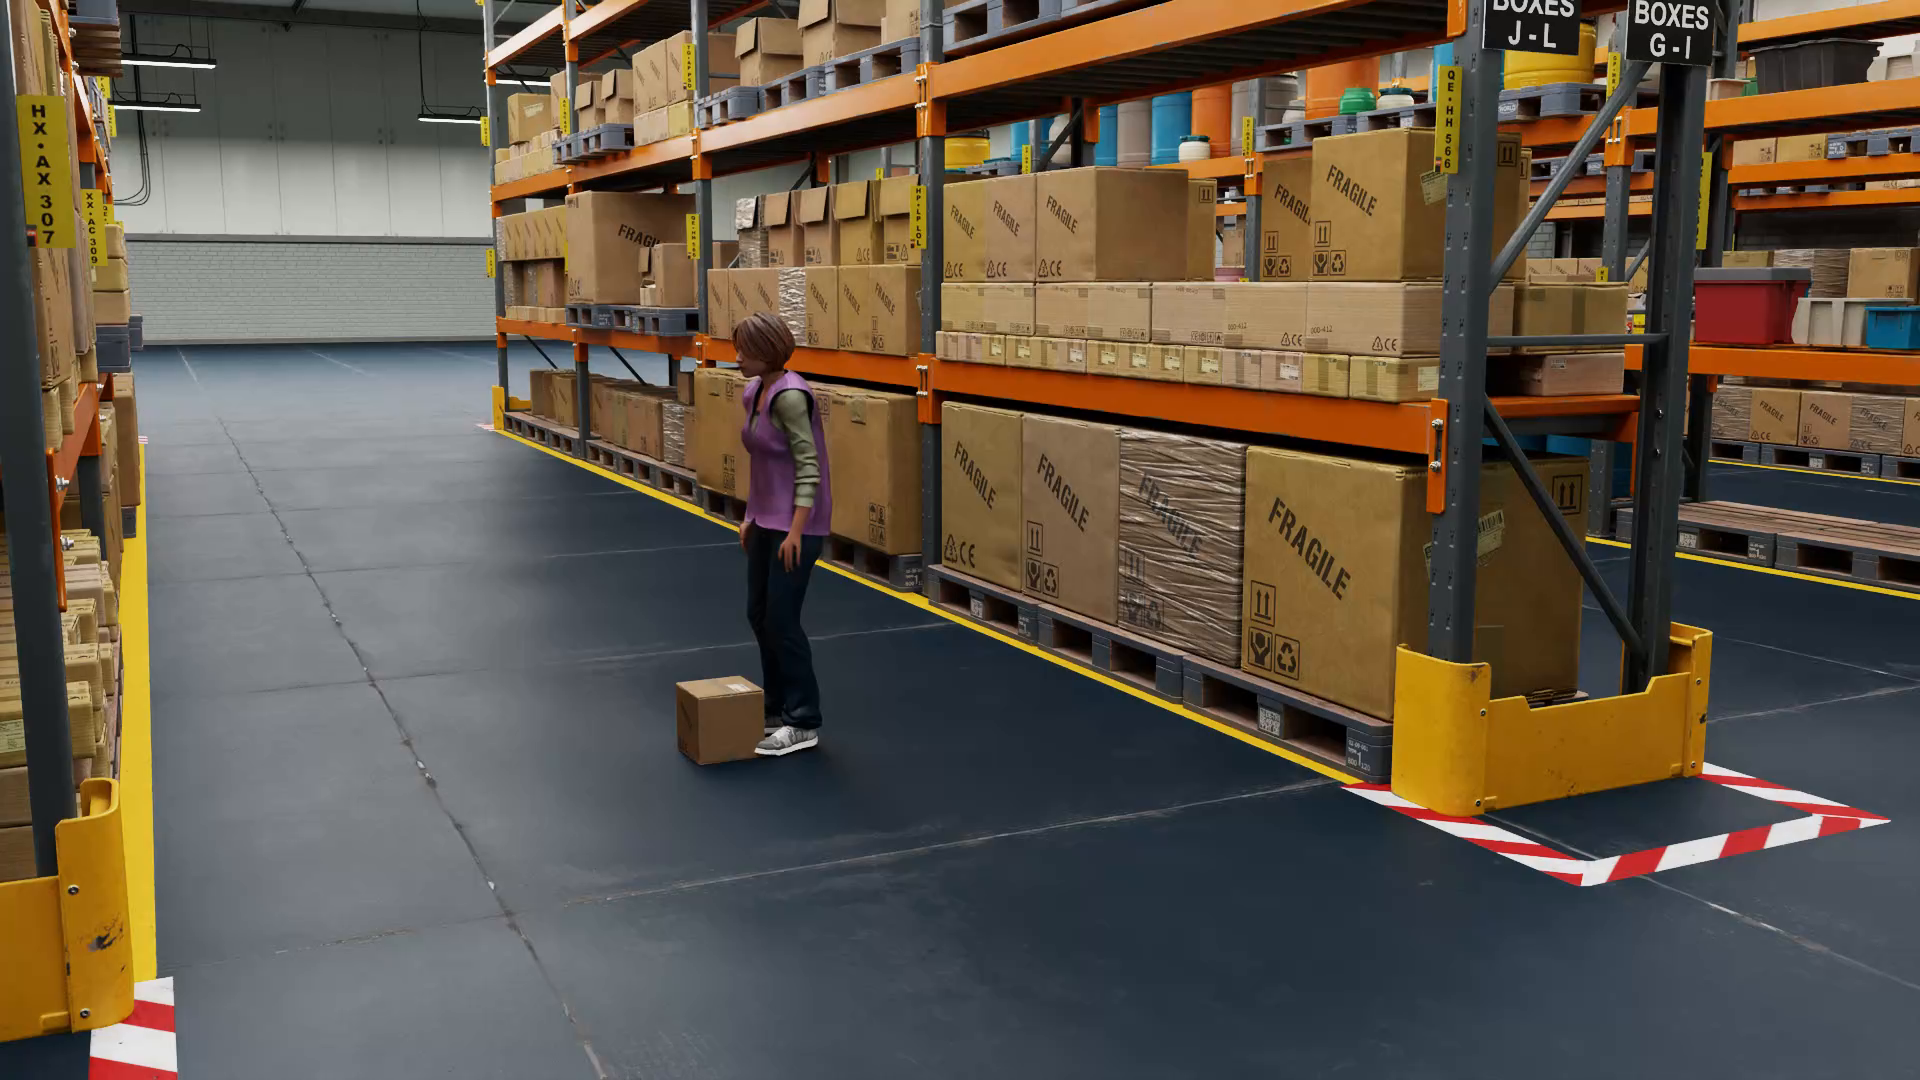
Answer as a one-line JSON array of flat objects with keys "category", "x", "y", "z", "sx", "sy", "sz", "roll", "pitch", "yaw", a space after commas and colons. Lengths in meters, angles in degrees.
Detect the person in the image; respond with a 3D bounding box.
[{"category": "person", "x": -0.656, "y": -0.027, "z": 6.060, "sx": 0.340, "sy": 1.594, "sz": 0.483, "roll": -5, "pitch": 10, "yaw": -28}]
